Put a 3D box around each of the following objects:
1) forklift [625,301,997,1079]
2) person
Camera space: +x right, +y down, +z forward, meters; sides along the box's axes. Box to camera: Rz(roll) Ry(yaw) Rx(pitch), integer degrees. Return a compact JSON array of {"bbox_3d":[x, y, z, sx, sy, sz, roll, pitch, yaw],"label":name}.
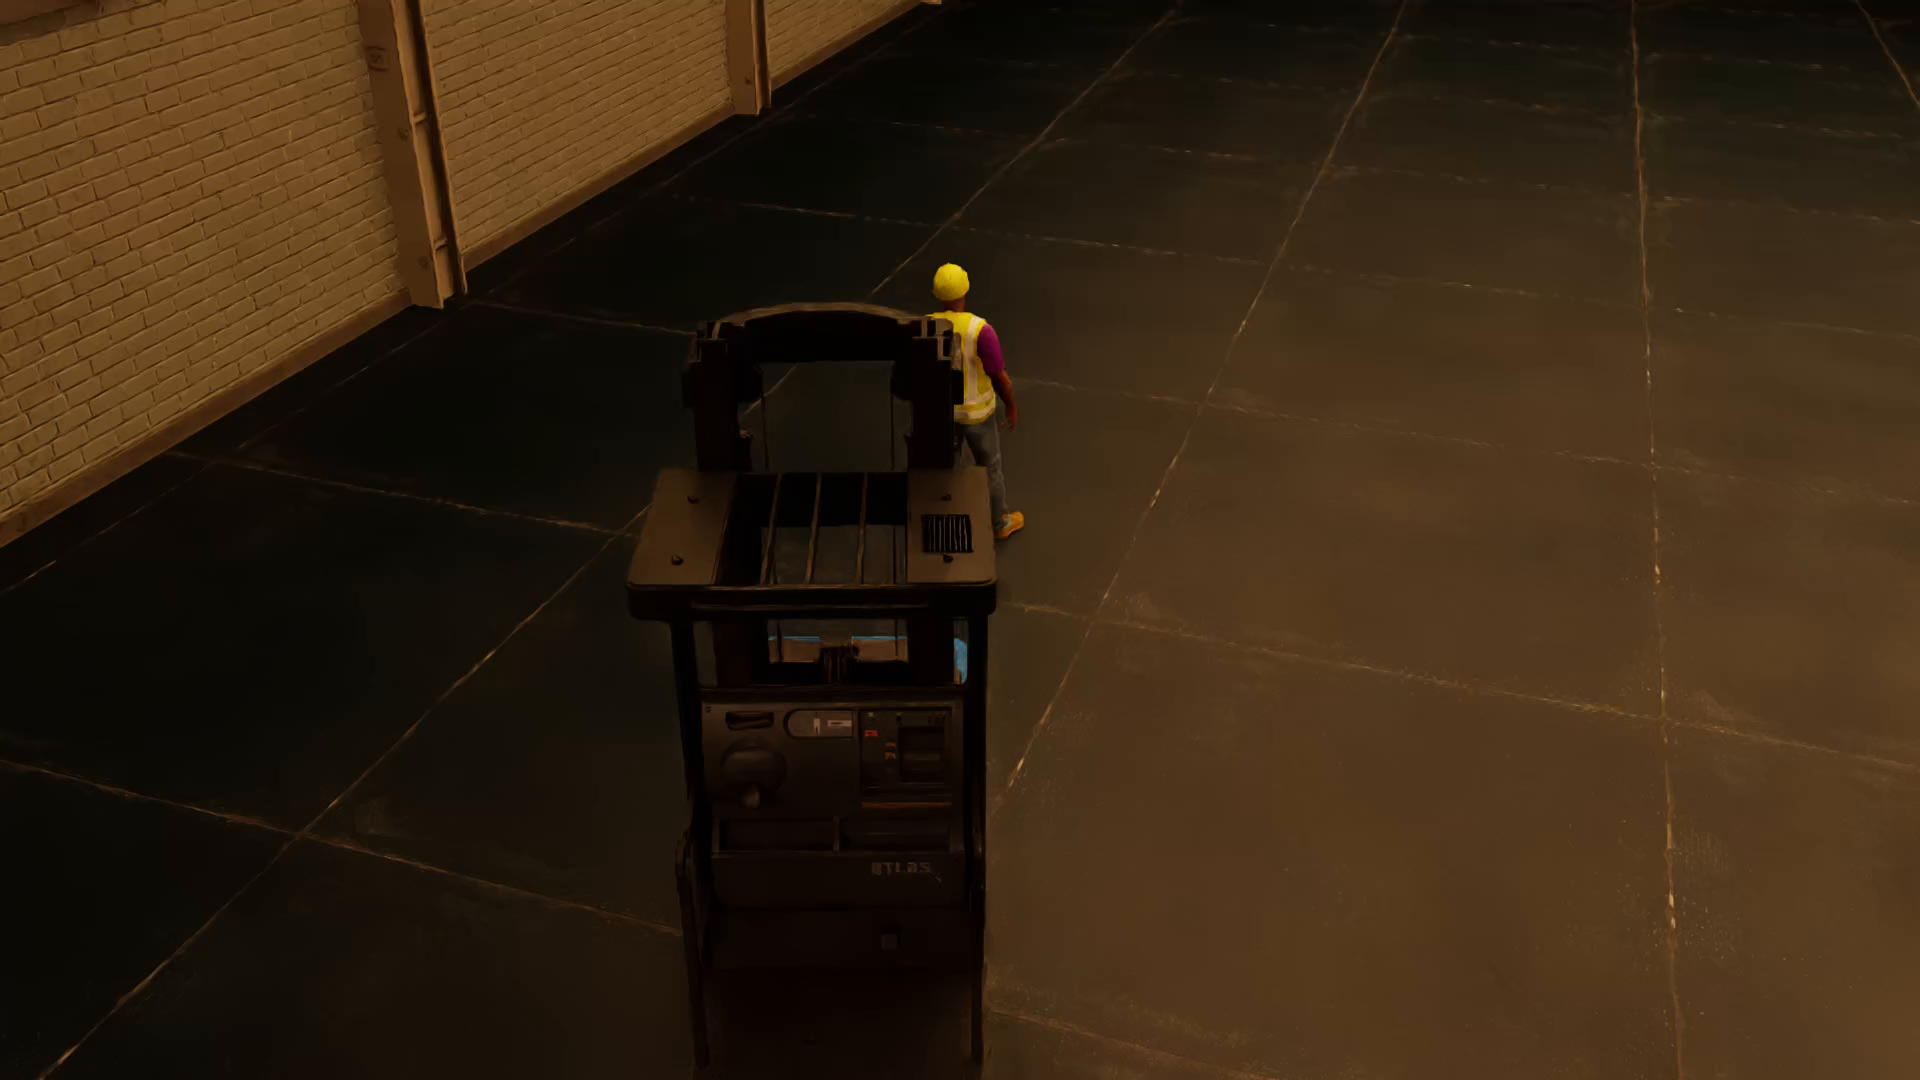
[{"bbox_3d":[-0.443,0.801,5.732,1.130,2.935,3.031,-1,30,-1],"label":"forklift"},{"bbox_3d":[0.028,-0.805,9.711,0.665,1.766,0.576,10,31,16],"label":"person"}]
